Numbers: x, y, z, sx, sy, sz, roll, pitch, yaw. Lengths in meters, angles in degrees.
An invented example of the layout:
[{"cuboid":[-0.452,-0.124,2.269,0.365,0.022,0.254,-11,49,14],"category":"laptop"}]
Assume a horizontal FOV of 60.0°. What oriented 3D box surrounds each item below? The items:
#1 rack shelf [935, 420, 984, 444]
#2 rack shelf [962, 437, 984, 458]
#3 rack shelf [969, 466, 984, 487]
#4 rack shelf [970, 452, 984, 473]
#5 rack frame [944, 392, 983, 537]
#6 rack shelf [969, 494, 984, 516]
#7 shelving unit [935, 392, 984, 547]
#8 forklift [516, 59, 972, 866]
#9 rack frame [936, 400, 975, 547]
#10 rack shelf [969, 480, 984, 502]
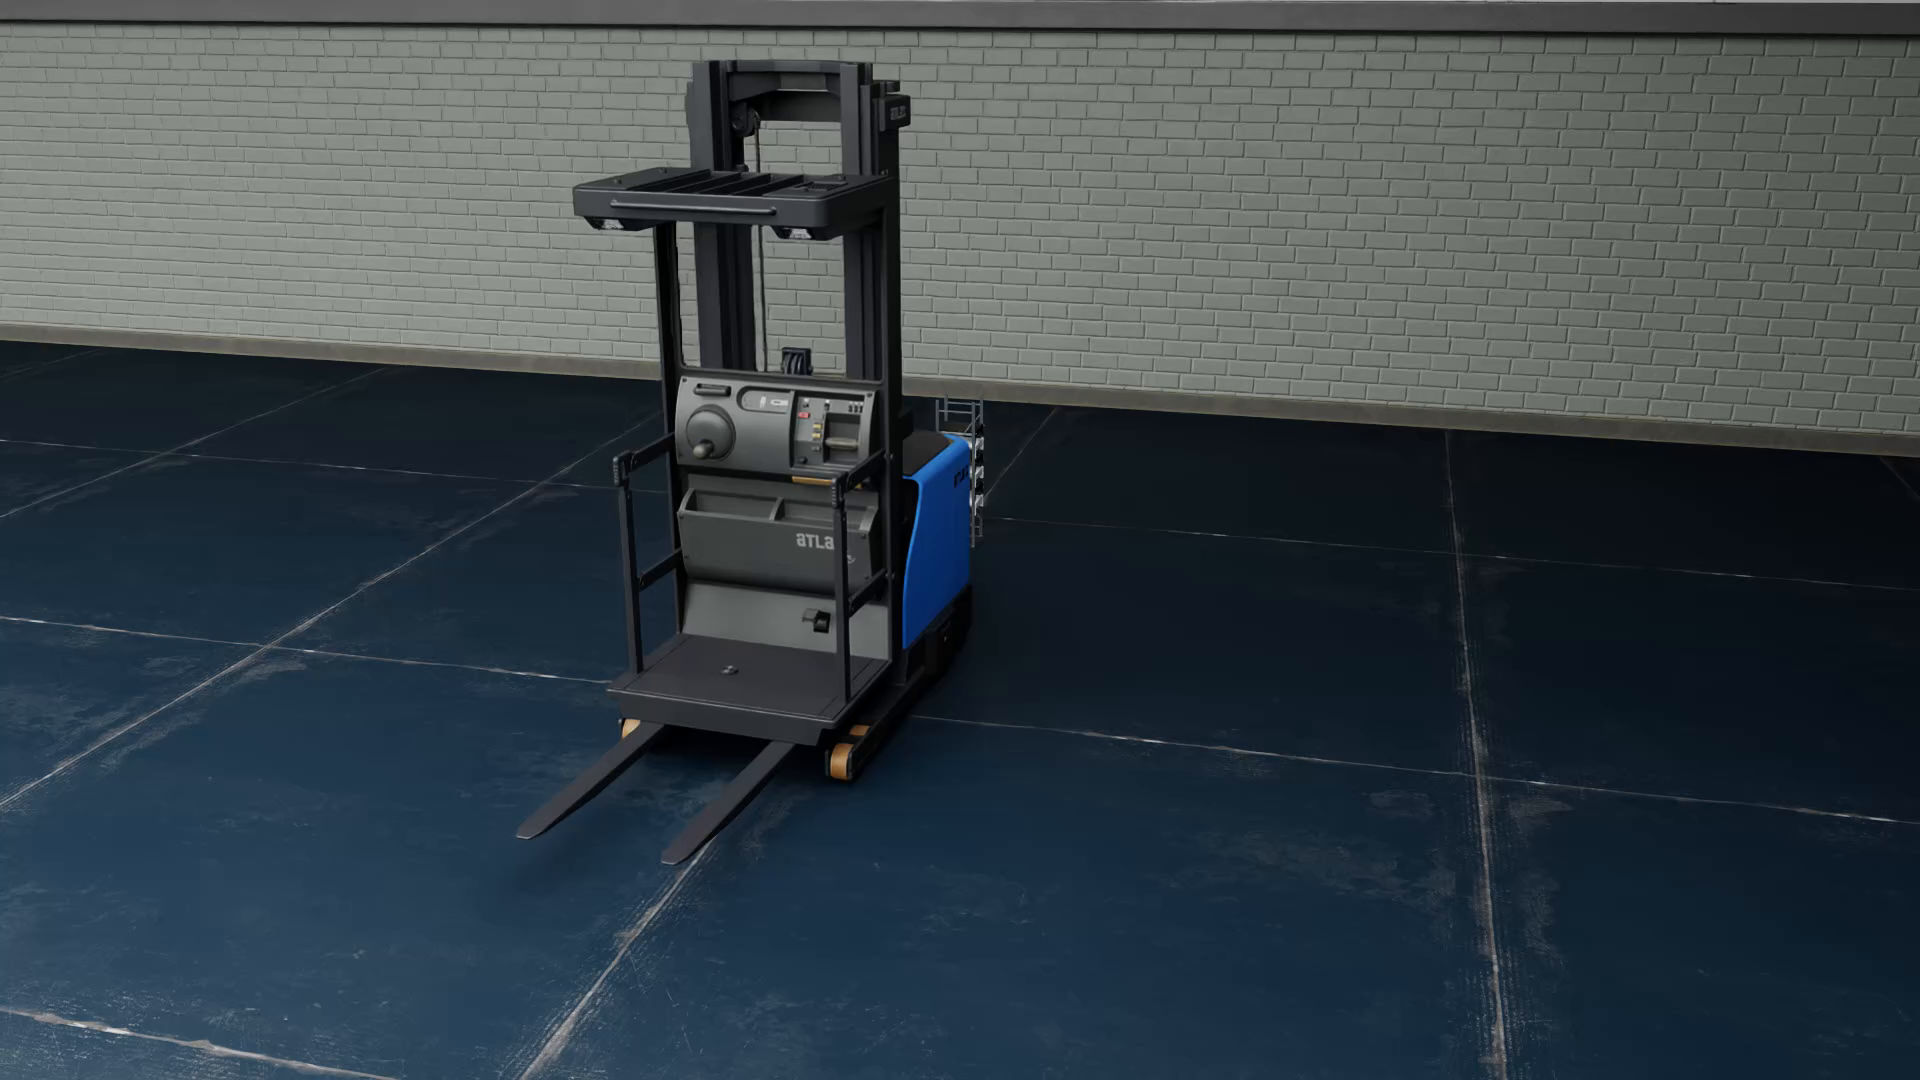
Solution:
[{"cuboid":[-0.002,-0.647,9.958,0.258,0.077,0.200,5,19,13],"category":"rack shelf"},{"cuboid":[-0.002,-0.562,9.987,0.258,0.077,0.200,5,19,13],"category":"rack shelf"},{"cuboid":[-0.002,-0.392,10.045,0.258,0.077,0.200,5,19,13],"category":"rack shelf"},{"cuboid":[-0.002,-0.477,10.016,0.258,0.077,0.200,5,19,13],"category":"rack shelf"},{"cuboid":[0.023,-0.455,10.128,0.240,0.900,0.006,5,19,13],"category":"rack frame"},{"cuboid":[-0.002,-0.221,10.104,0.258,0.077,0.200,5,19,13],"category":"rack shelf"},{"cuboid":[-0.002,-0.423,10.035,0.258,0.900,0.210,5,19,13],"category":"shelving unit"},{"cuboid":[-0.880,-0.495,7.102,1.130,2.935,3.031,6,20,17],"category":"forklift"},{"cuboid":[-0.027,-0.391,9.941,0.240,0.900,0.006,5,19,13],"category":"rack frame"},{"cuboid":[-0.002,-0.307,10.075,0.258,0.077,0.200,5,19,13],"category":"rack shelf"}]
